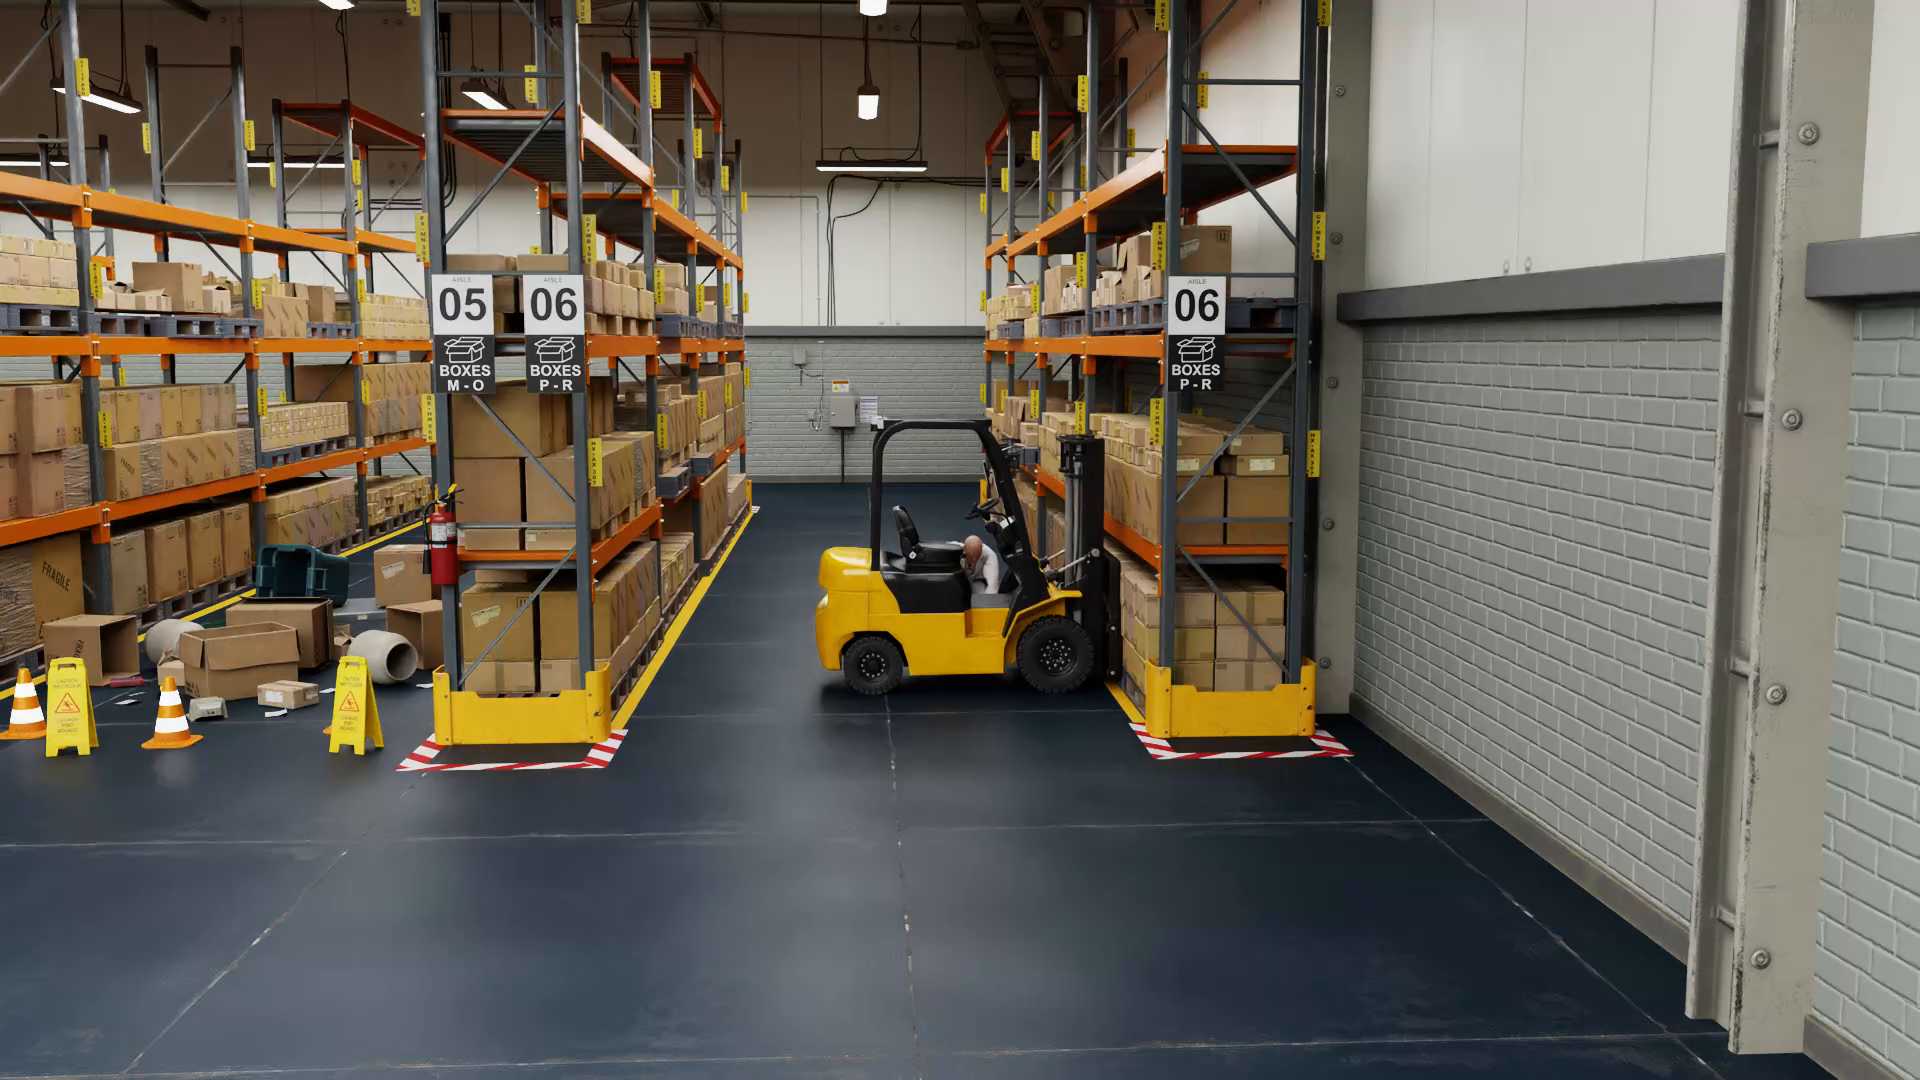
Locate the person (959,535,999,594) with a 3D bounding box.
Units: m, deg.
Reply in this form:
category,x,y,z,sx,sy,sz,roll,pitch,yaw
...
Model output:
category,x,y,z,sx,sy,sz,roll,pitch,yaw
person,0.053,0.435,15.509,0.613,0.986,0.910,0,7,-4
